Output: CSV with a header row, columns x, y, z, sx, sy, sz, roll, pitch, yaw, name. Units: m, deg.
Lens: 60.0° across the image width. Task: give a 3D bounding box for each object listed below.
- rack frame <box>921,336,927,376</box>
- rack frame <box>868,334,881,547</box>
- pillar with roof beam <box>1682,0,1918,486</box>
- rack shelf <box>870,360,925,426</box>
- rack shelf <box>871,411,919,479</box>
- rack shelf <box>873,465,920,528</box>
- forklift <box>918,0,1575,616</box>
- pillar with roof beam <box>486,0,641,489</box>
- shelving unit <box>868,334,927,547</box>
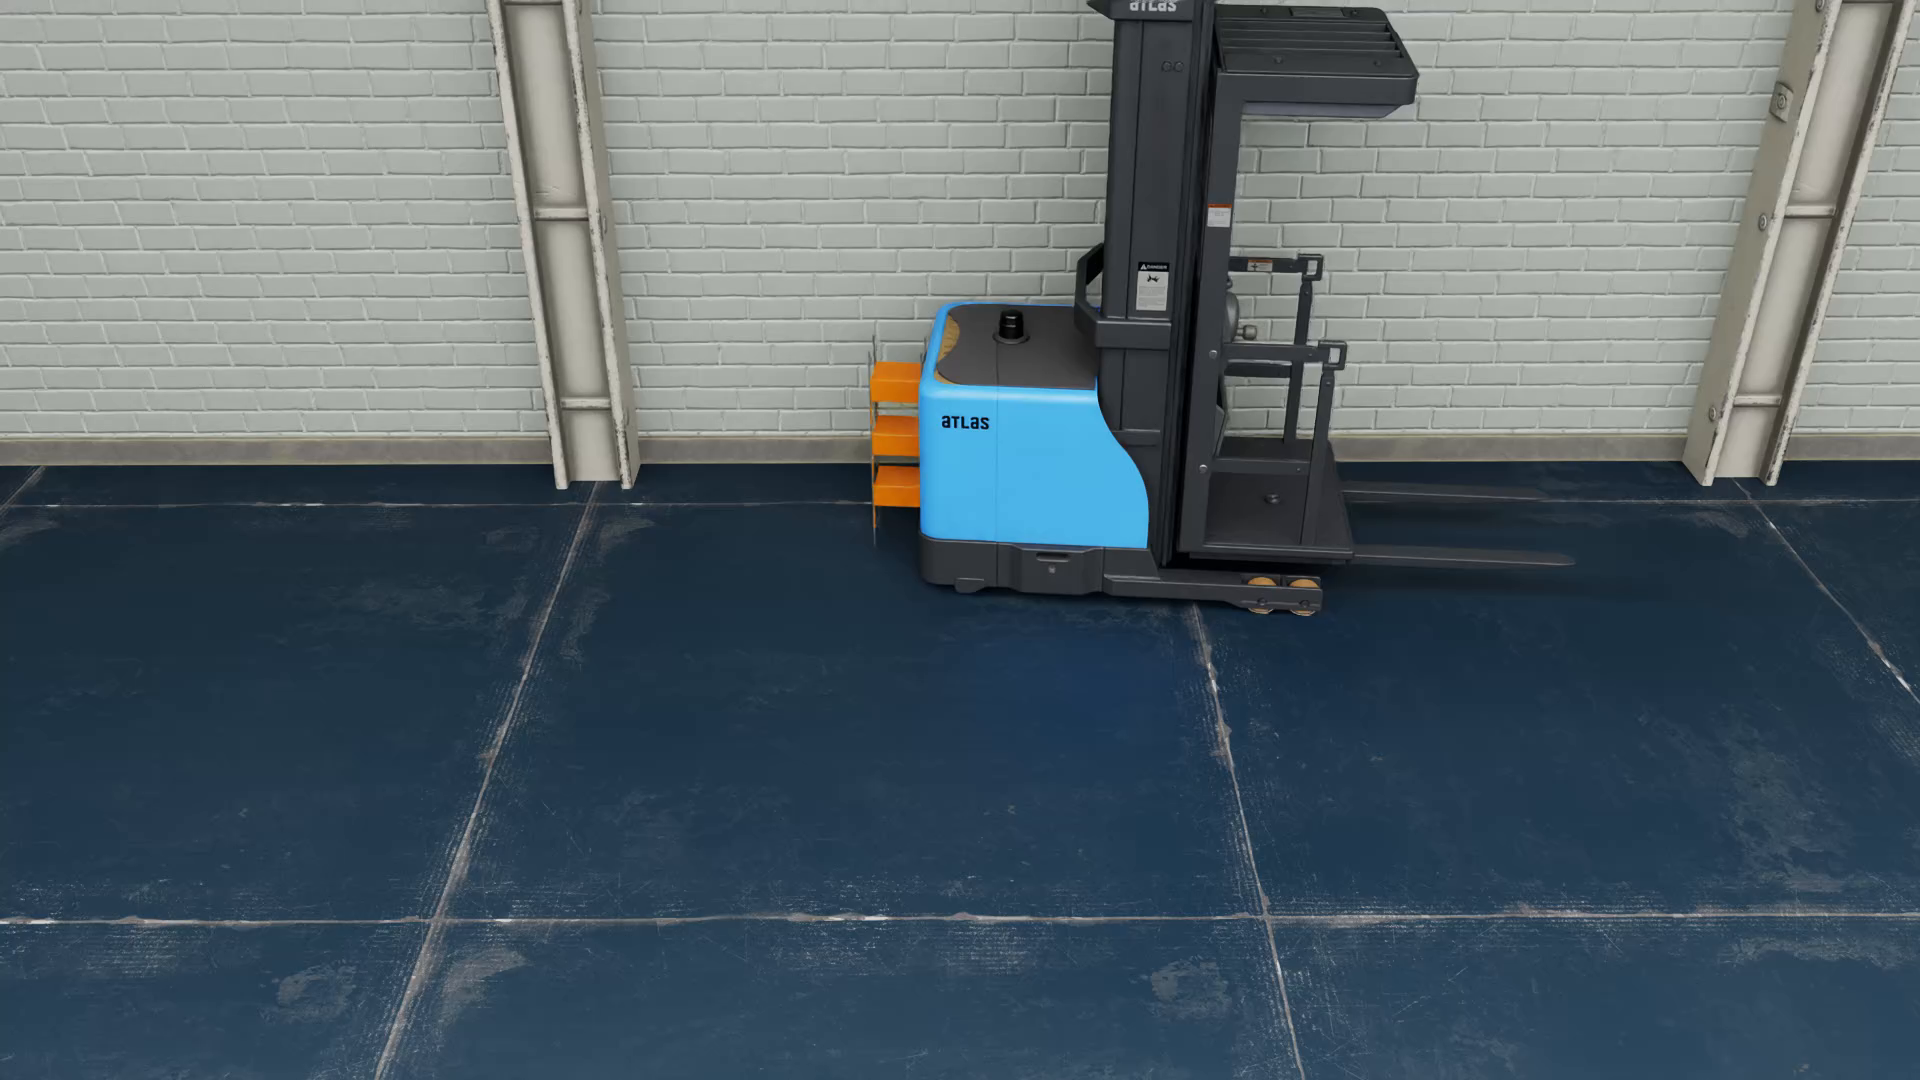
x,y,z,sx,sy,sz,roll,pitch,yaw,name
-0.169,-0.456,7.989,0.008,1.050,0.200,3,31,4,rack frame
-0.412,-0.467,8.007,0.008,1.050,0.200,3,31,4,rack frame
4.112,-1.981,2.839,0.400,9.000,9.100,0,31,0,pillar with roof beam
-0.290,-0.695,7.857,0.240,0.259,0.215,3,31,4,rack shelf
-0.290,-0.452,8.004,0.240,0.259,0.215,3,31,4,rack shelf
-0.290,-0.215,8.148,0.240,0.259,0.215,3,31,4,rack shelf
1.348,-1.193,7.390,3.031,2.935,1.130,3,31,4,forklift
-1.887,-1.962,2.809,0.400,9.000,9.100,0,31,0,pillar with roof beam
-0.290,-0.461,7.998,0.252,1.050,0.215,3,31,4,shelving unit
